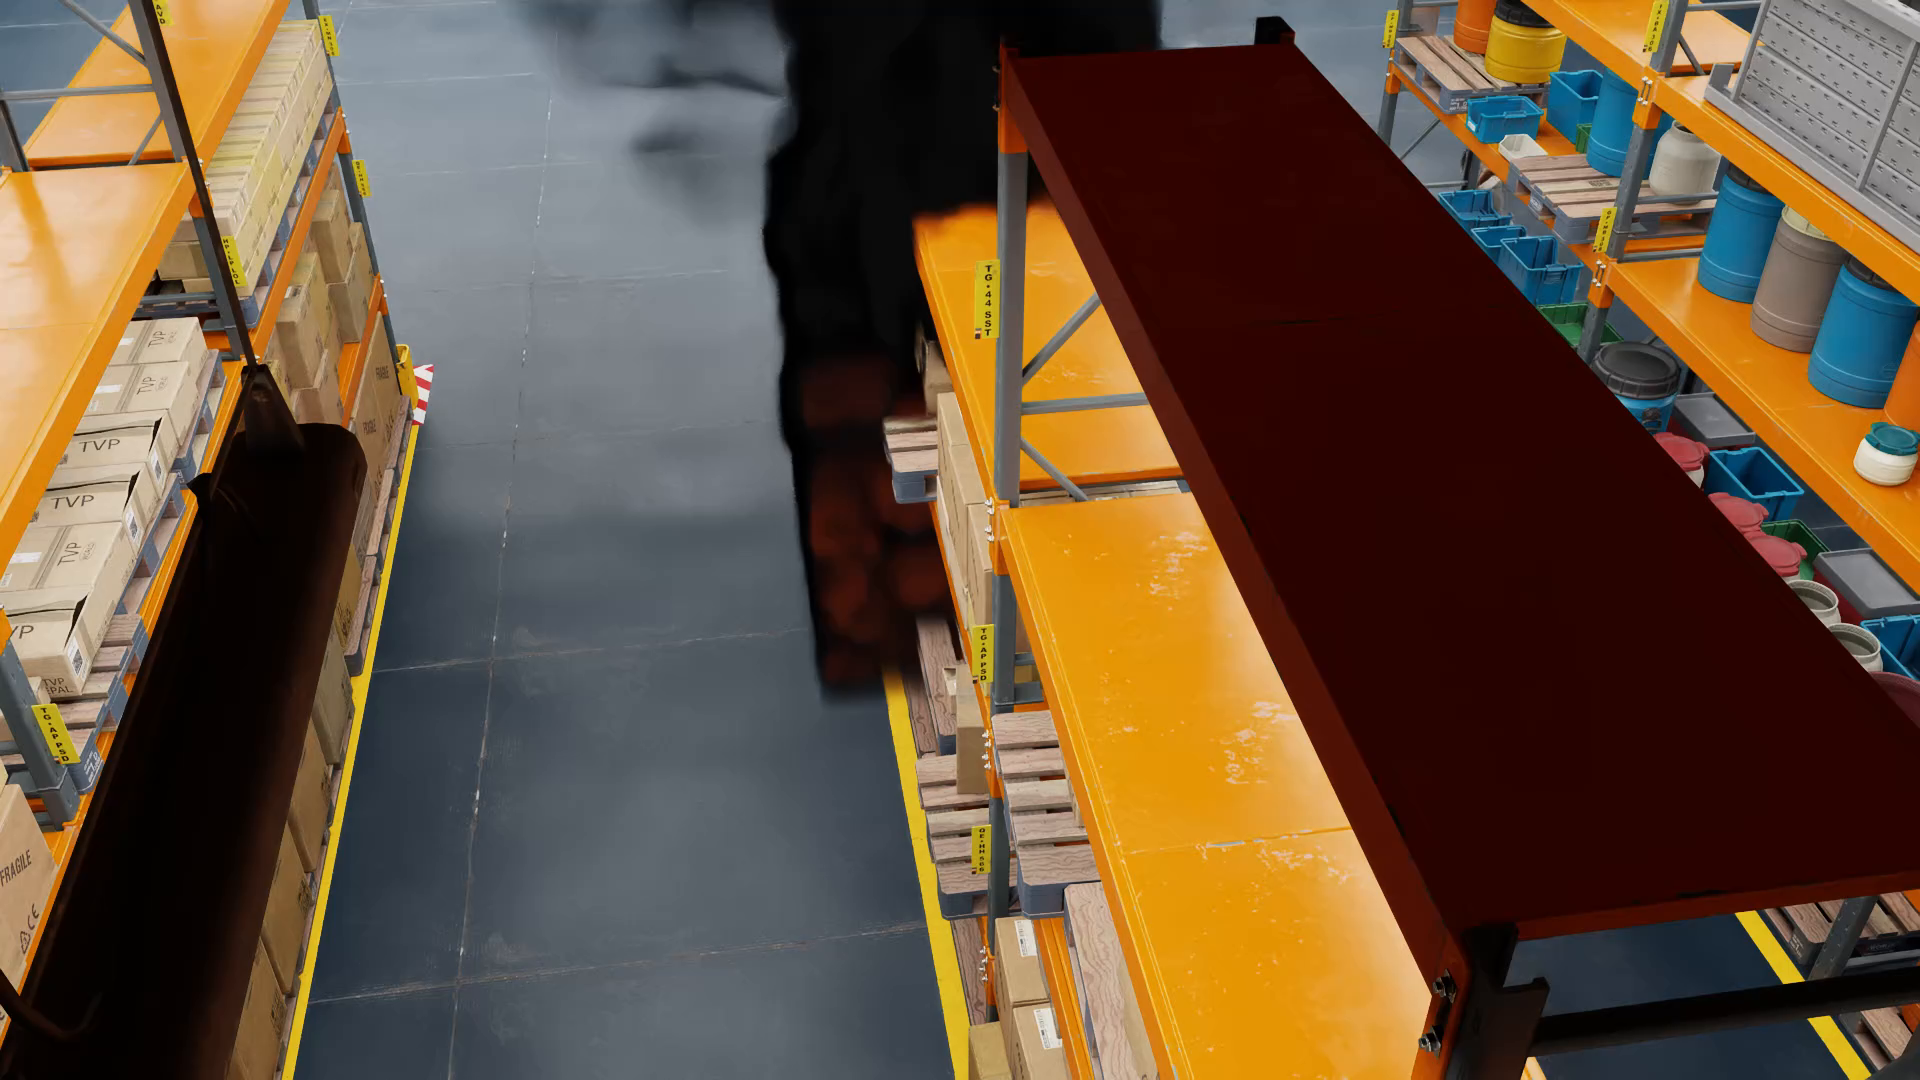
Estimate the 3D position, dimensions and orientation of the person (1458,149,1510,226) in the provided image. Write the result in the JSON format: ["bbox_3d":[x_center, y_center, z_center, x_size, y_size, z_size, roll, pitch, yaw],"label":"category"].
[{"bbox_3d":[5.119,-3.490,16.369,0.822,1.721,0.626,29,45,33],"label":"person"}]
